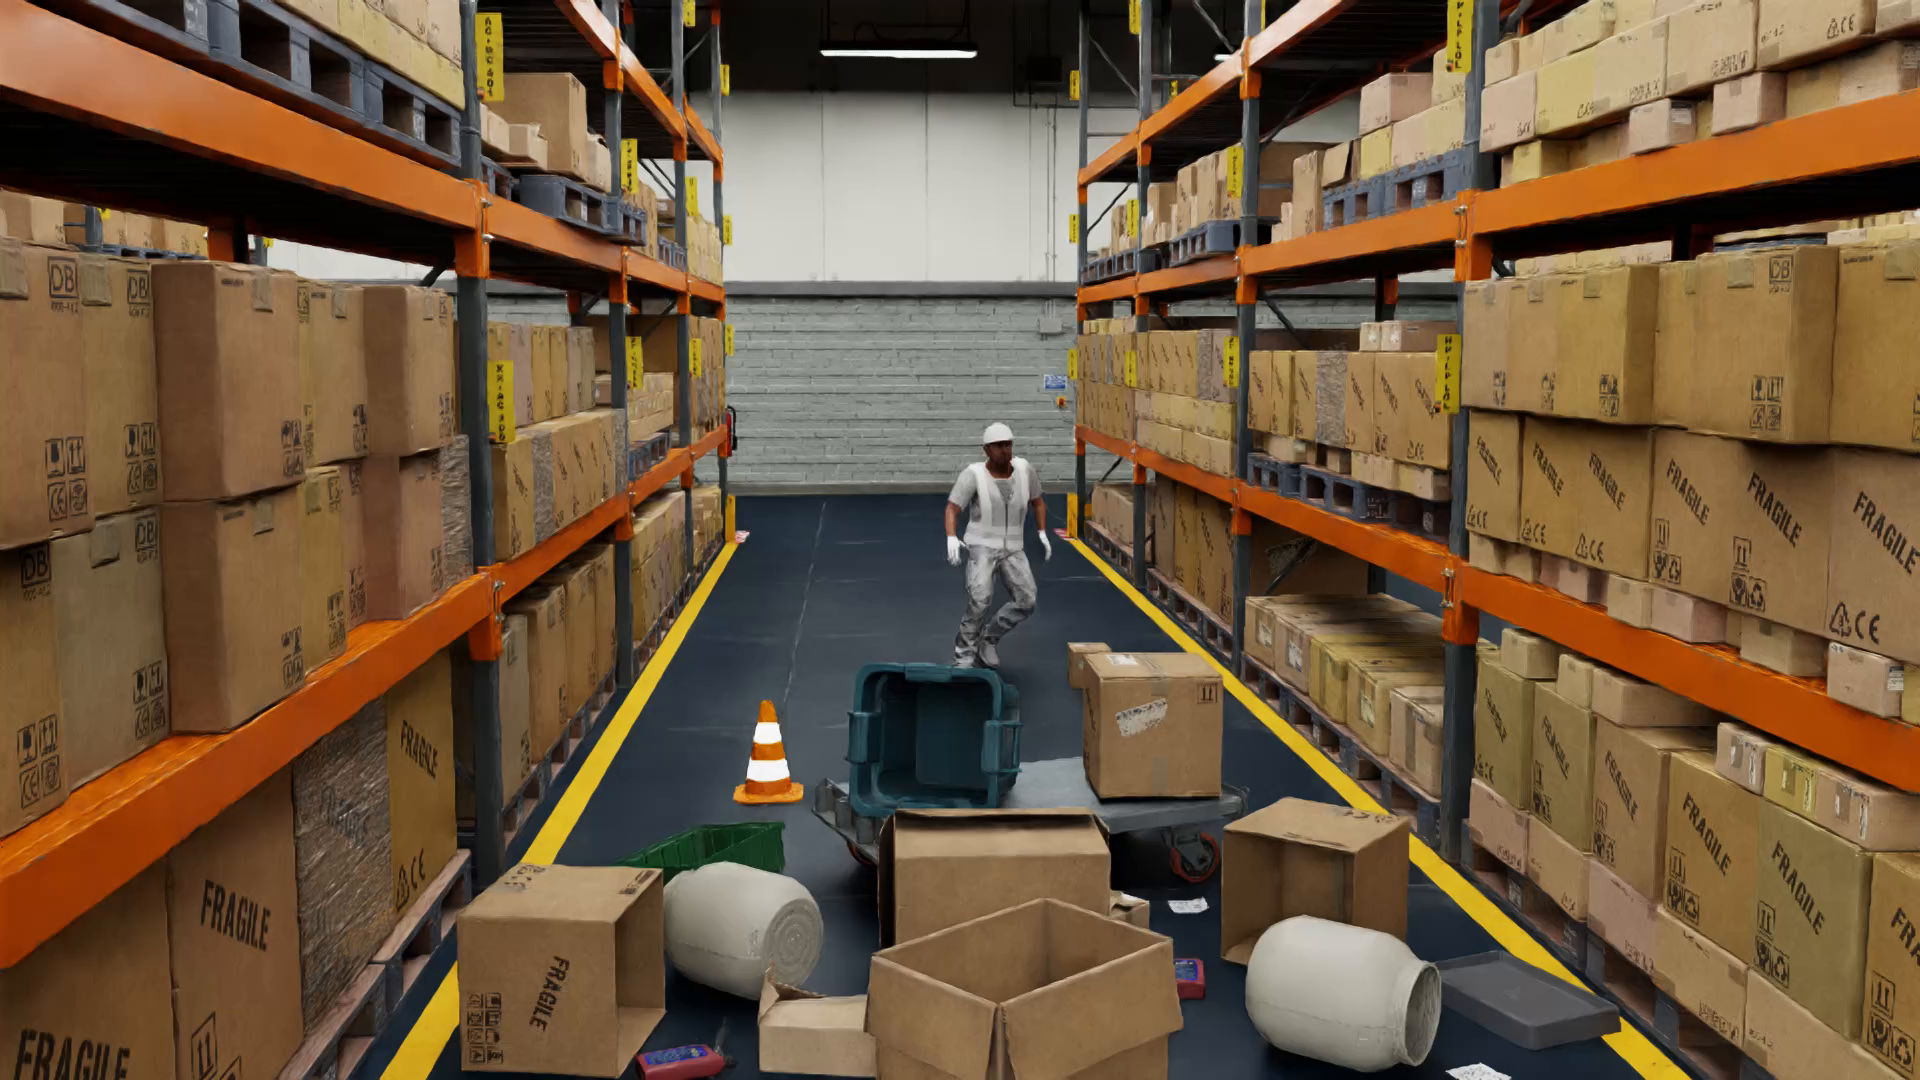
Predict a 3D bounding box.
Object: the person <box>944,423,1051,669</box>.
[{"bbox_3d":[0.215,0.048,11.217,0.848,1.678,0.501,-4,8,-29],"label":"person"}]
